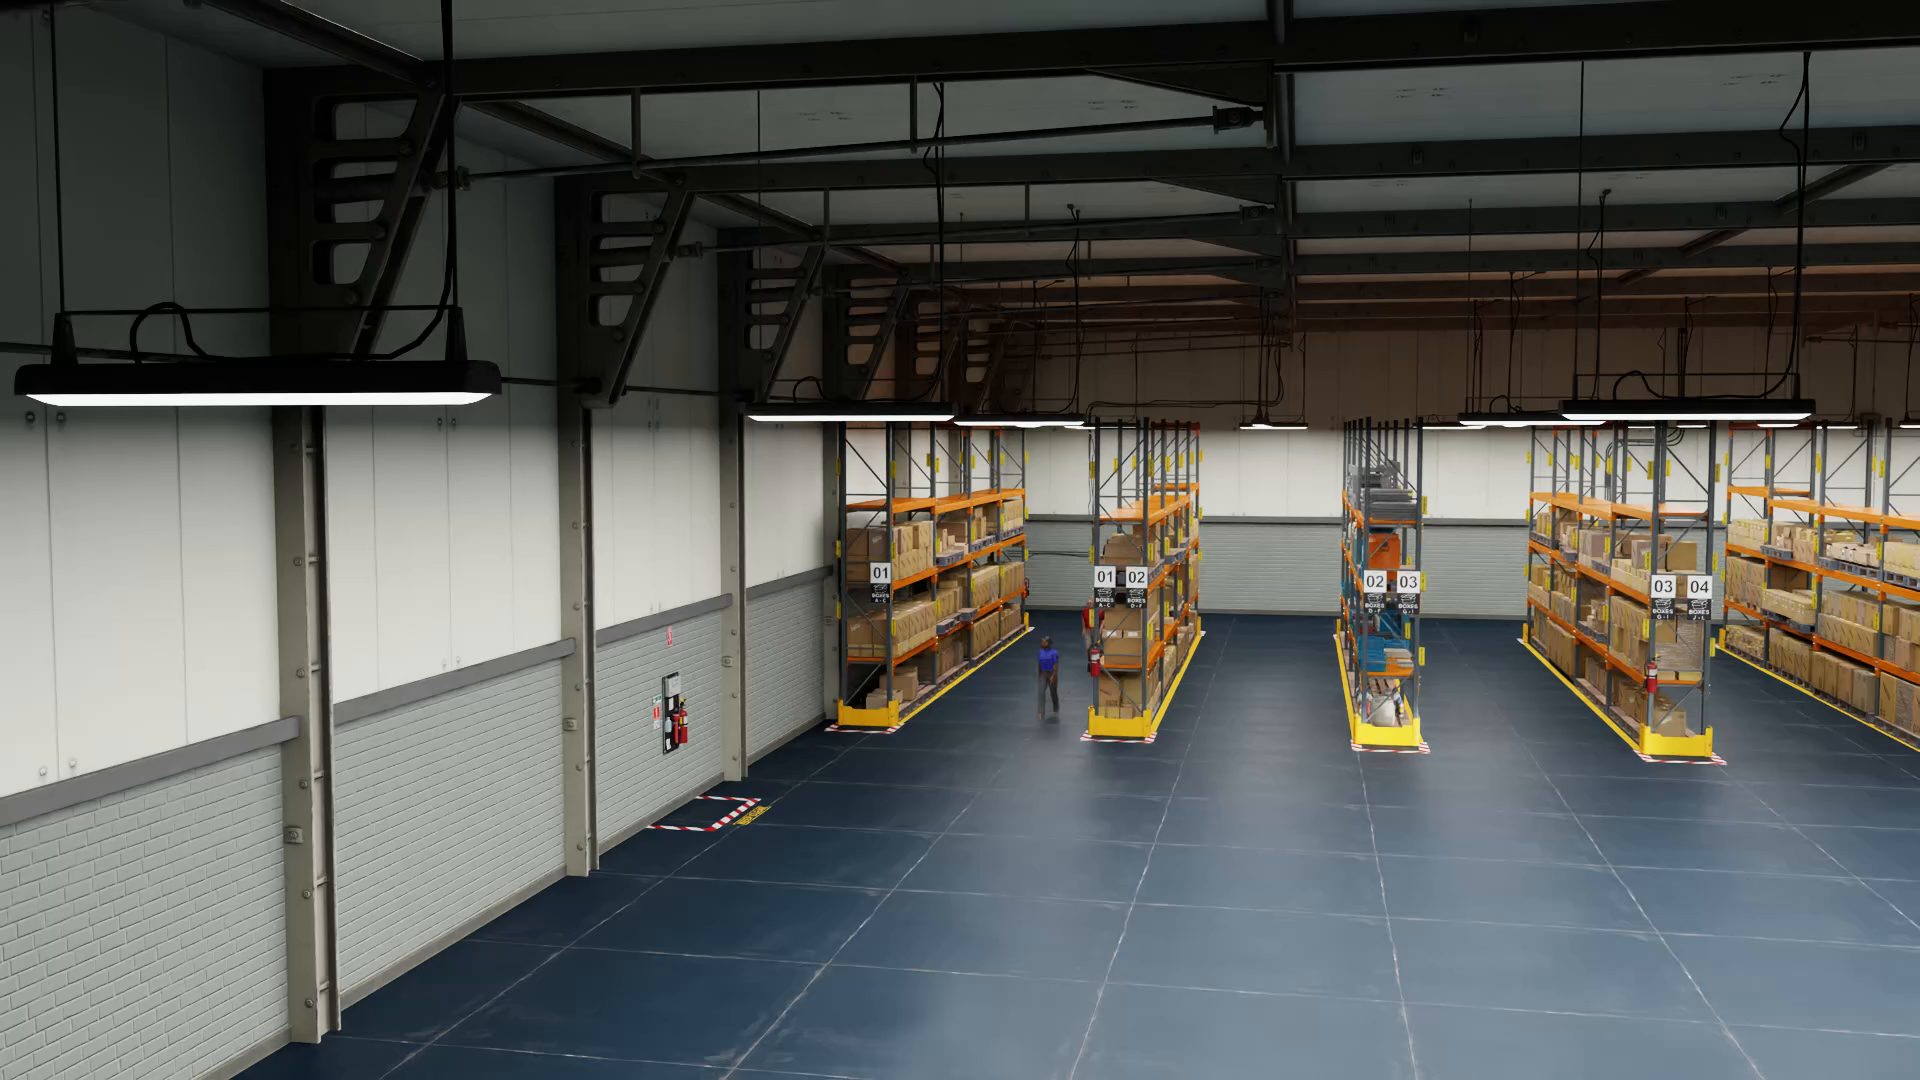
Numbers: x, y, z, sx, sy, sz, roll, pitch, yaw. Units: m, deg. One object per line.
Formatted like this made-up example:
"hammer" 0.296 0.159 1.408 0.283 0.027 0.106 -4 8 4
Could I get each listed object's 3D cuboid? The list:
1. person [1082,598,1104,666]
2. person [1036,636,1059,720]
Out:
"person" 3.285 2.251 40.528 0.598 1.705 0.633 2 4 25
"person" 1.733 2.736 33.224 0.483 1.625 0.861 2 4 26
